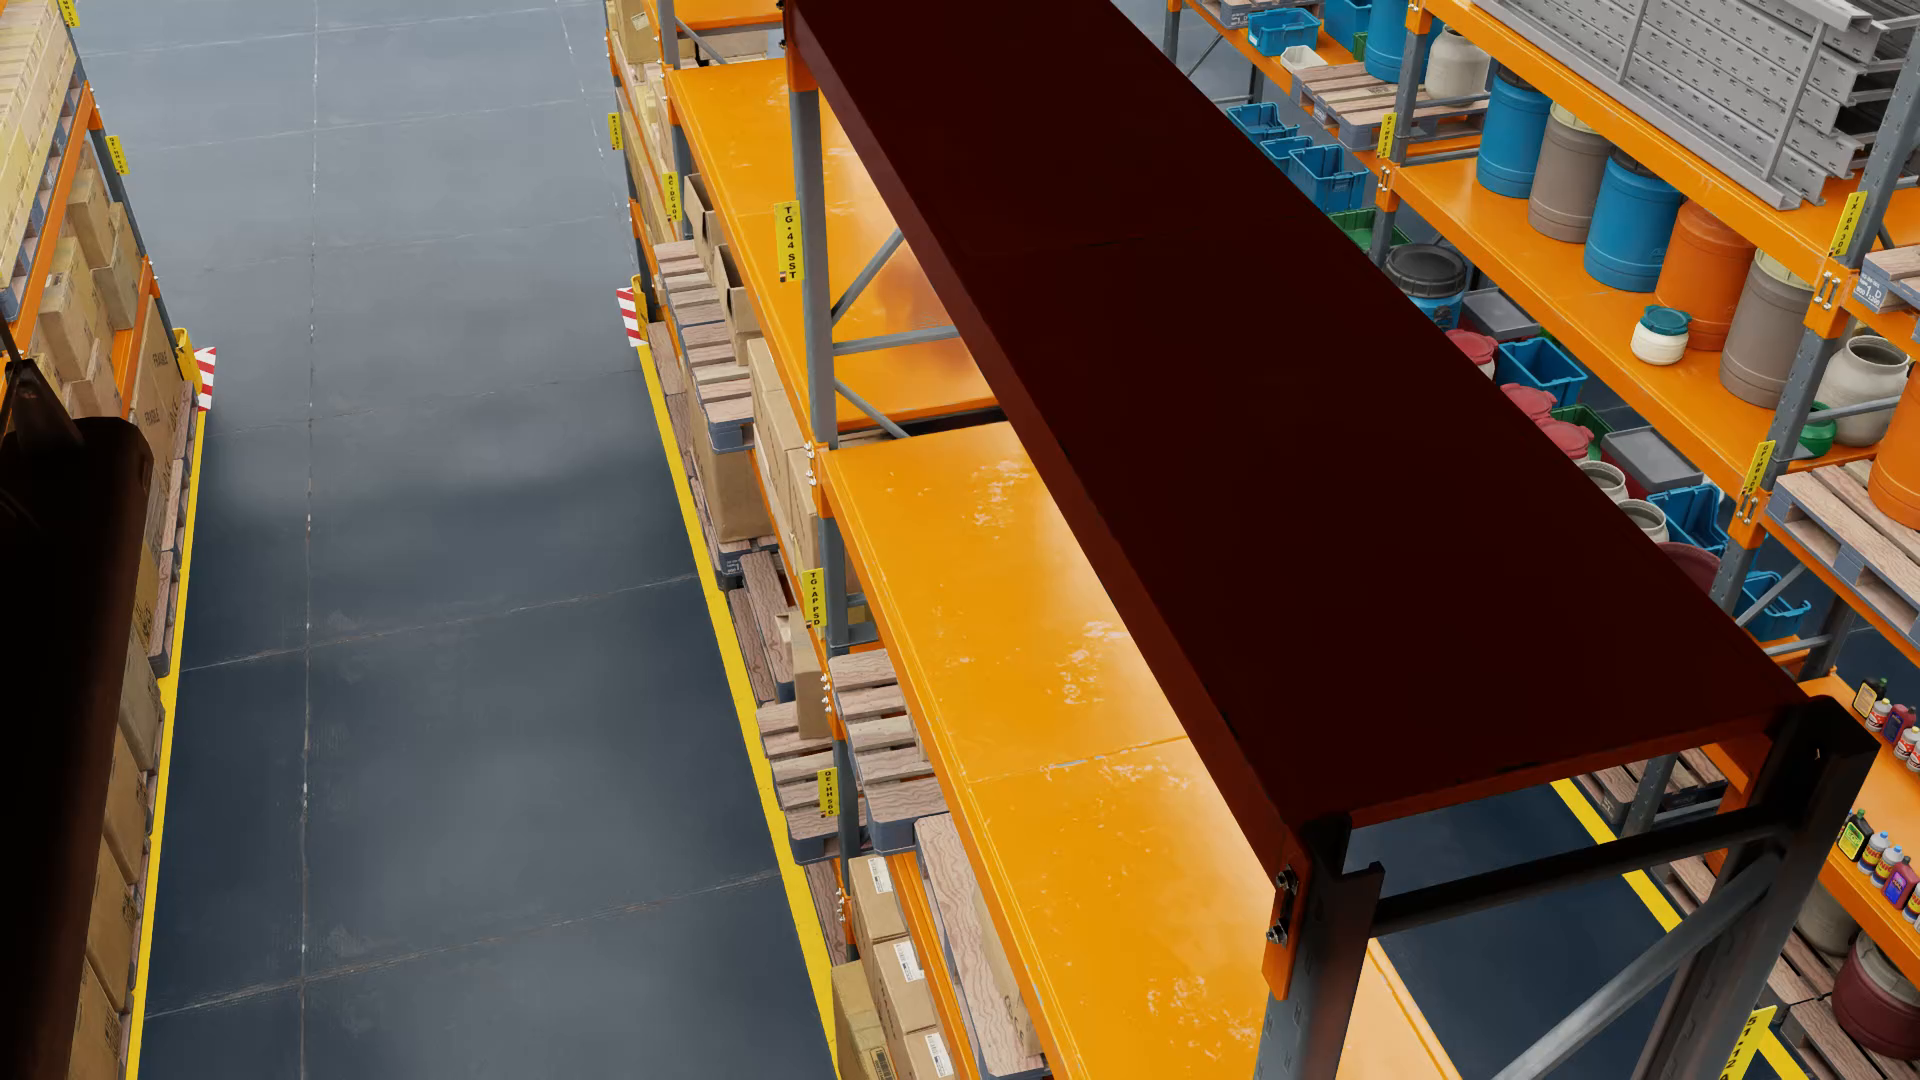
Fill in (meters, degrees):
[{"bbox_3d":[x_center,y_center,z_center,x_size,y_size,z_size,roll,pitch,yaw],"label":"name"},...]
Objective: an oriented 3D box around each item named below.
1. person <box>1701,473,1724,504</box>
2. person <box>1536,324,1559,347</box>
[{"bbox_3d":[5.307,-0.459,11.951,0.695,1.828,0.917,-14,41,-17],"label":"person"},{"bbox_3d":[4.894,-1.798,13.783,0.677,1.582,1.155,8,39,10],"label":"person"}]
